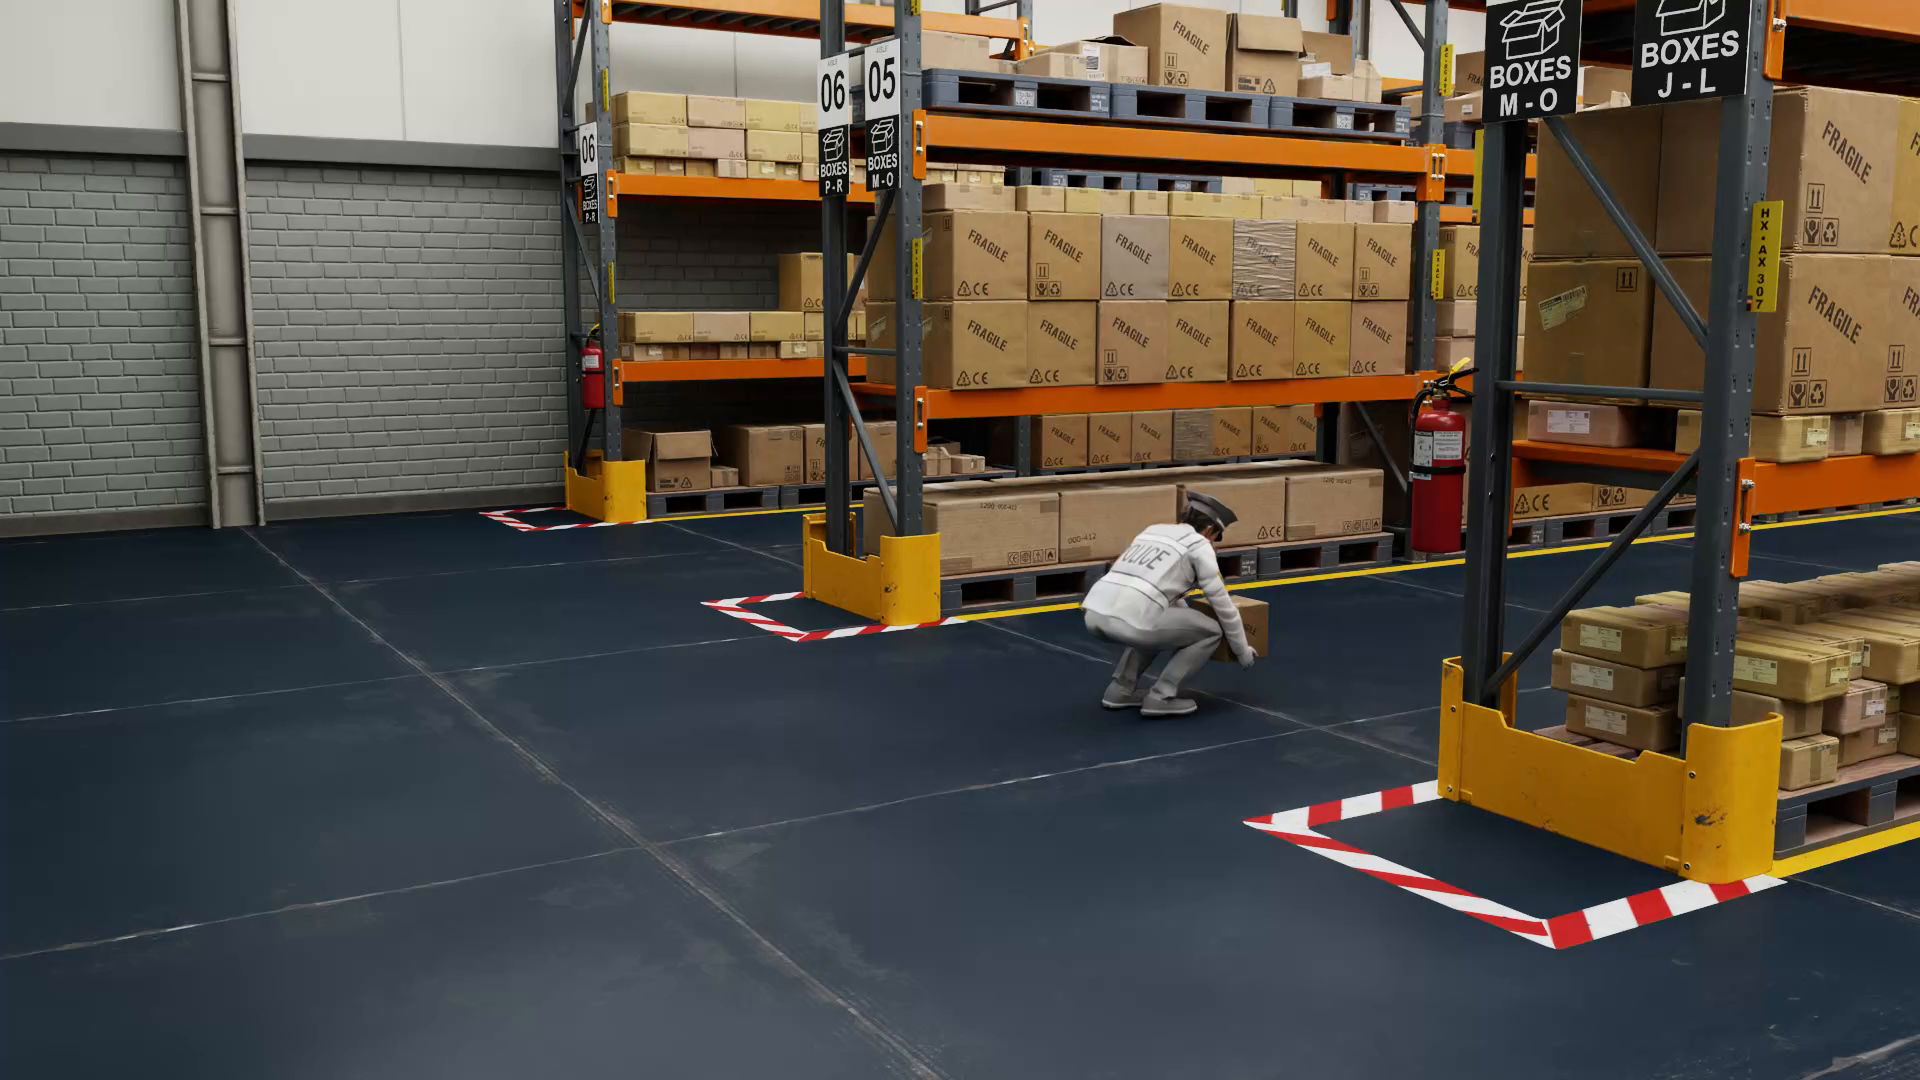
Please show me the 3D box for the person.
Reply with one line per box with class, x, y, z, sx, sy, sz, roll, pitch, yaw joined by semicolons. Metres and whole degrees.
person;0.920;0.279;7.390;0.824;0.961;0.495;-5;10;-31
